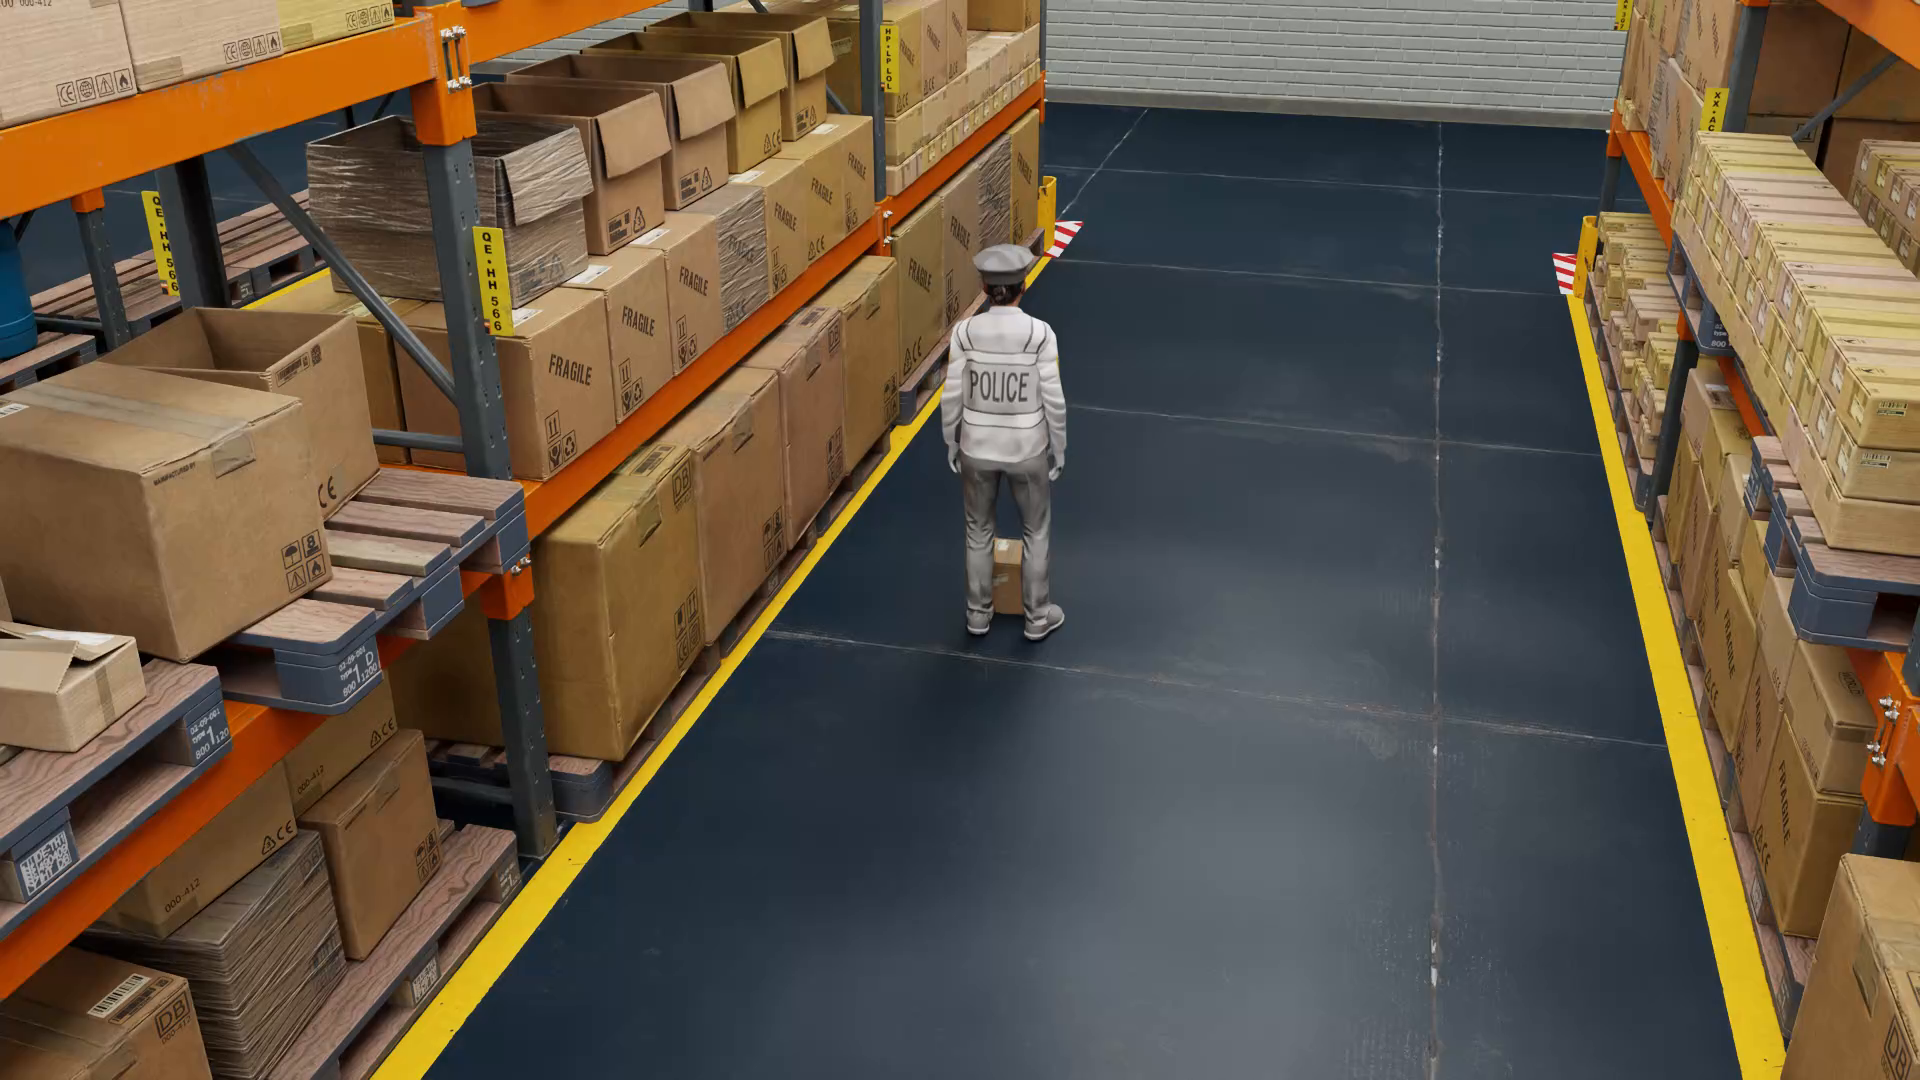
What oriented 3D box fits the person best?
[{"bbox_3d":[0.183,-0.370,6.882,0.518,1.663,0.369,5,26,10],"label":"person"}]
